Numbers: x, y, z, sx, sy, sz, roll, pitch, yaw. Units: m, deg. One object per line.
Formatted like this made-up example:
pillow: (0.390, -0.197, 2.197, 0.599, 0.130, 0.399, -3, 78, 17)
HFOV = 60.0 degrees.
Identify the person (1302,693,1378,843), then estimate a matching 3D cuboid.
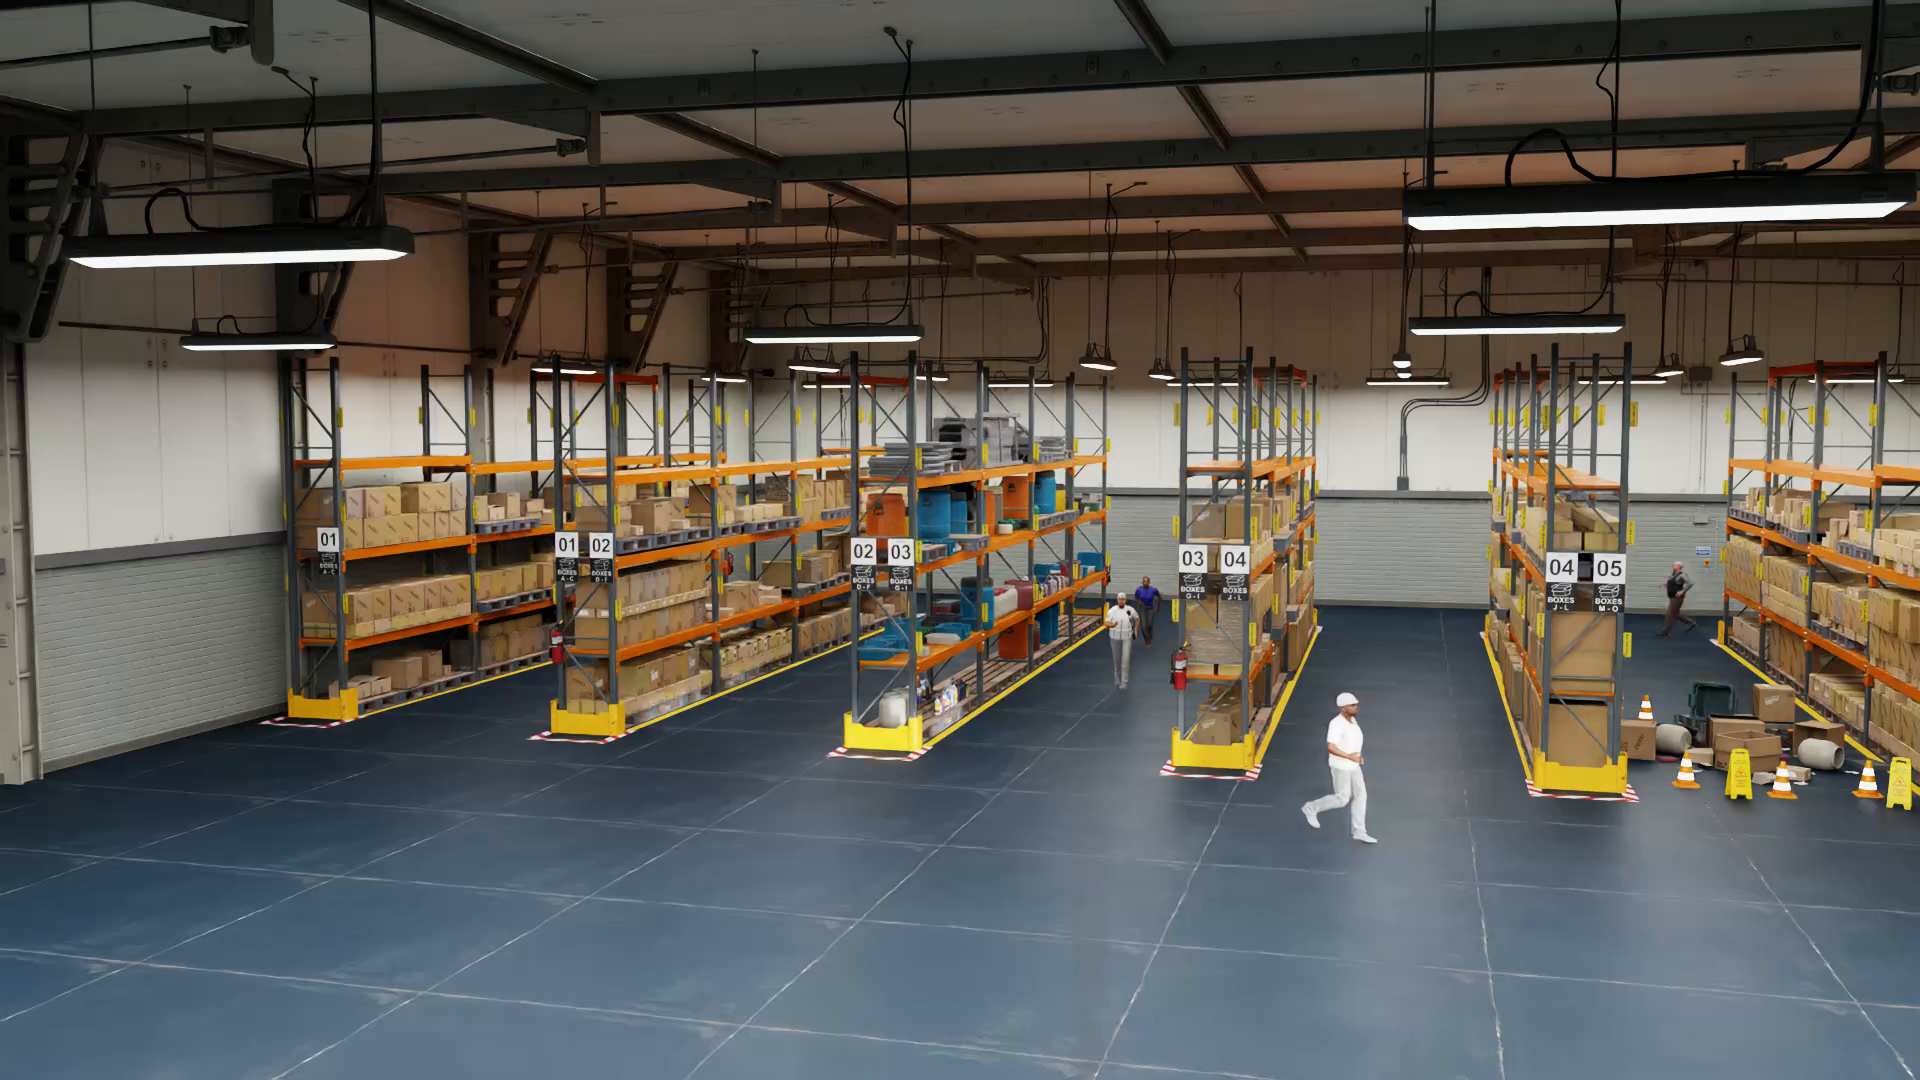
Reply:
person: (4.540, 2.683, 19.743, 0.925, 1.754, 0.680, 3, 5, 37)

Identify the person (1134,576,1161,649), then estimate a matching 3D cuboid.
person: (4.053, 1.572, 36.064, 0.553, 1.588, 0.657, 1, 4, 16)

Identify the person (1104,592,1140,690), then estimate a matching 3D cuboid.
person: (2.845, 1.770, 29.266, 0.607, 1.703, 0.903, 1, 4, 11)

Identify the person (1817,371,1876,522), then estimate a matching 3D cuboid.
person: (14.715, -0.279, 32.550, 4.019, 5.825, 6.961, 1, 4, 15)

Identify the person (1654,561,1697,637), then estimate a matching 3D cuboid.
person: (16.331, 1.346, 37.895, 0.955, 1.720, 0.660, 1, 4, 7)
